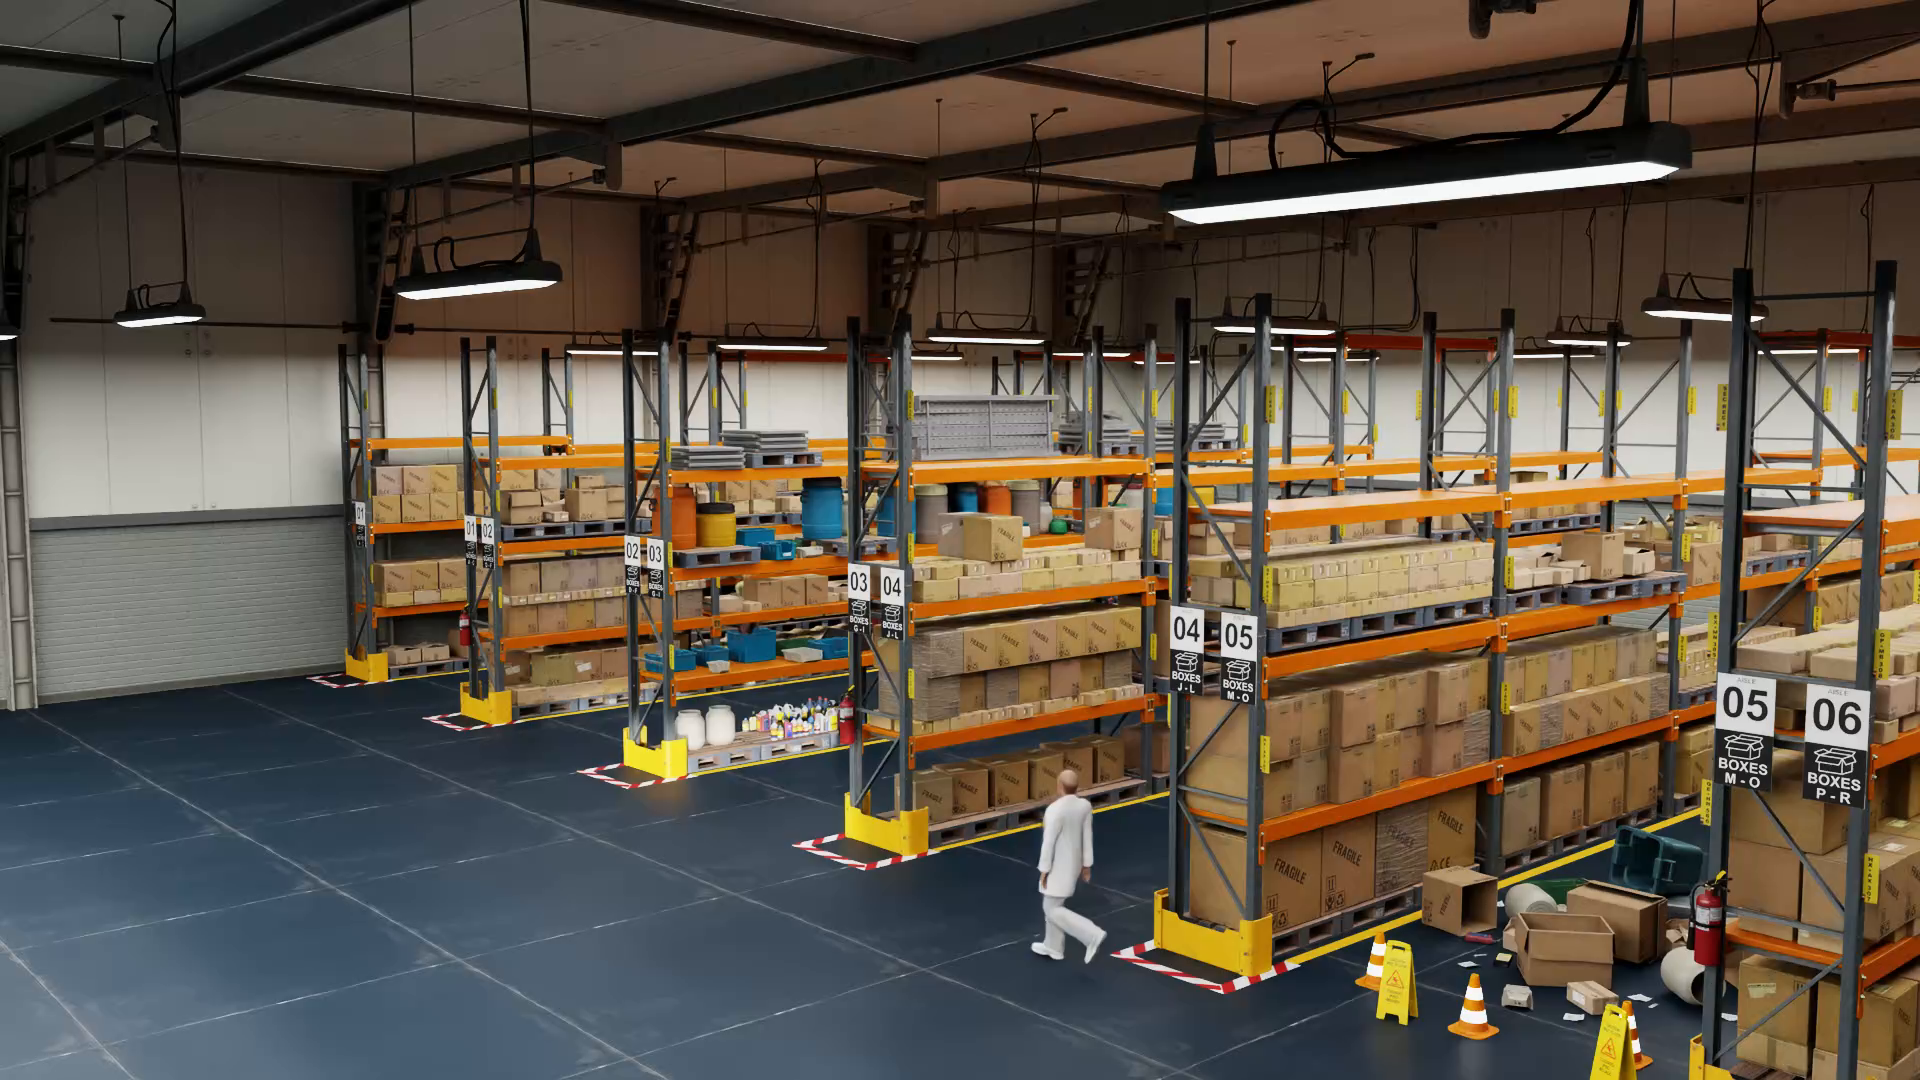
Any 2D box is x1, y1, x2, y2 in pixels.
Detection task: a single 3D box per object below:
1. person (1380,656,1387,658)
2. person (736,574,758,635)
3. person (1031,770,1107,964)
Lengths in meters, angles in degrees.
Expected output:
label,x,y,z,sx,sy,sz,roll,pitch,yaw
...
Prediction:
label,x,y,z,sx,sy,sz,roll,pitch,yaw
person,5.725,2.234,22.628,0.946,1.748,0.681,-4,7,-38
person,-4.197,1.396,32.865,0.386,1.701,0.471,4,6,37
person,0.937,2.940,14.963,0.754,1.761,0.549,2,6,23
